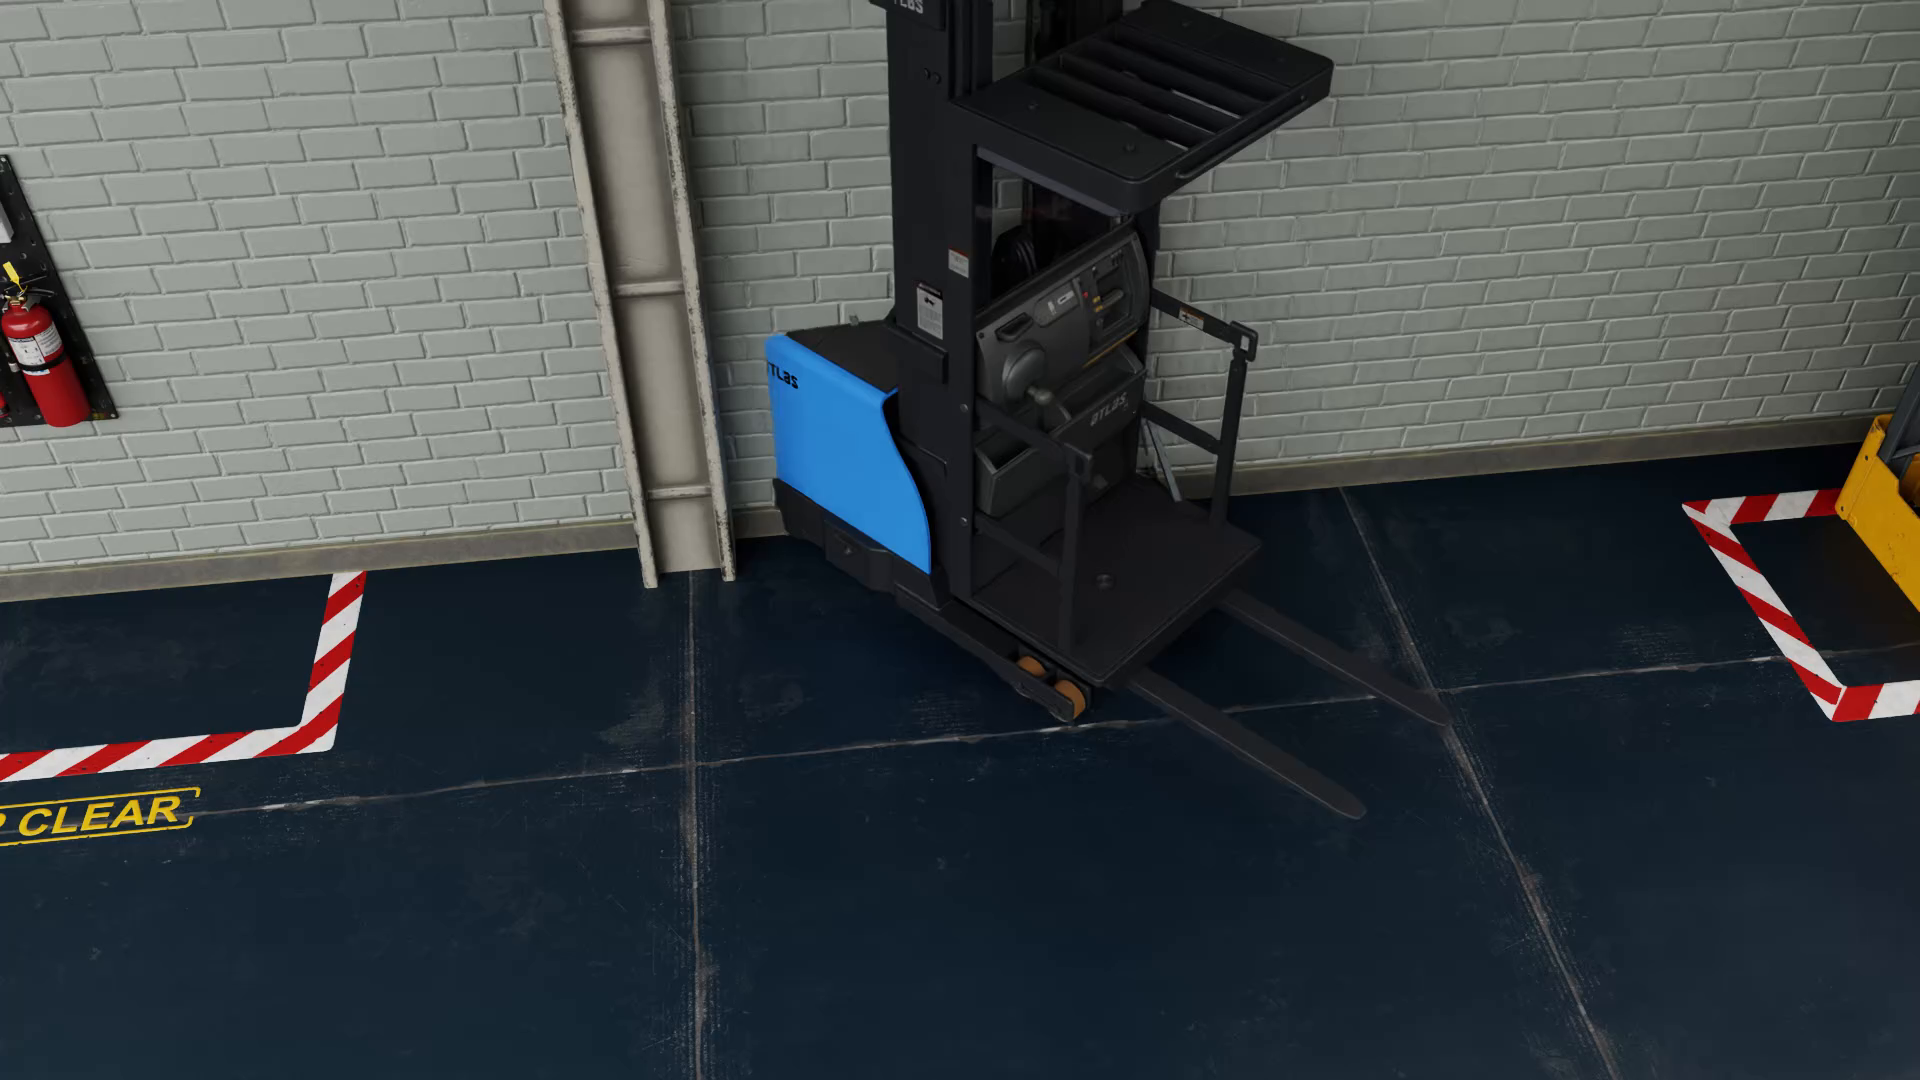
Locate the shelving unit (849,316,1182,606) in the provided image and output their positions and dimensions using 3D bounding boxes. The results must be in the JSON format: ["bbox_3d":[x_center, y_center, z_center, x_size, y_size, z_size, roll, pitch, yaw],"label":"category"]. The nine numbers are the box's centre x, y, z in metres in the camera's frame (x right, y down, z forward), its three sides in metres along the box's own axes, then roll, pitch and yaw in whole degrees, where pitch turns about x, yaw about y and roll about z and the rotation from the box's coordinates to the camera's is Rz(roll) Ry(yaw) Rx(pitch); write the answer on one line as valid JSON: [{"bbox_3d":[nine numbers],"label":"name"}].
[{"bbox_3d":[0.207,-0.636,7.179,1.048,1.500,0.538,-21,14,-1],"label":"shelving unit"}]

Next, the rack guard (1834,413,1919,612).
[{"bbox_3d":[4.249,0.012,7.078,0.348,0.500,1.175,-5,42,-6],"label":"rack guard"}]

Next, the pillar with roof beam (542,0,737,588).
[{"bbox_3d":[-0.636,-0.392,1.181,0.400,9.000,9.100,-5,42,-6],"label":"pillar with roof beam"}]

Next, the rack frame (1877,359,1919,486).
[{"bbox_3d":[4.173,-0.909,6.234,0.127,3.000,1.000,-5,42,-6],"label":"rack frame"}]

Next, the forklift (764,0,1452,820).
[{"bbox_3d":[0.551,-0.762,6.121,3.031,2.935,1.130,32,51,30],"label":"forklift"}]

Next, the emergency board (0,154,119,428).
[{"bbox_3d":[-3.649,-0.834,6.150,0.643,1.169,0.194,-5,42,-6],"label":"emergency board"}]

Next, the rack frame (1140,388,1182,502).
[{"bbox_3d":[0.681,-0.819,7.187,0.032,1.500,0.500,-21,14,-1],"label":"rack frame"}]

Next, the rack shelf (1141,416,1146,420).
[{"bbox_3d":[0.269,-0.473,7.223,1.000,0.185,0.538,-21,14,-1],"label":"rack shelf"}]

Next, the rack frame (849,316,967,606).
[{"bbox_3d":[-0.267,-0.453,7.172,0.032,1.500,0.500,-21,14,-1],"label":"rack frame"}]
